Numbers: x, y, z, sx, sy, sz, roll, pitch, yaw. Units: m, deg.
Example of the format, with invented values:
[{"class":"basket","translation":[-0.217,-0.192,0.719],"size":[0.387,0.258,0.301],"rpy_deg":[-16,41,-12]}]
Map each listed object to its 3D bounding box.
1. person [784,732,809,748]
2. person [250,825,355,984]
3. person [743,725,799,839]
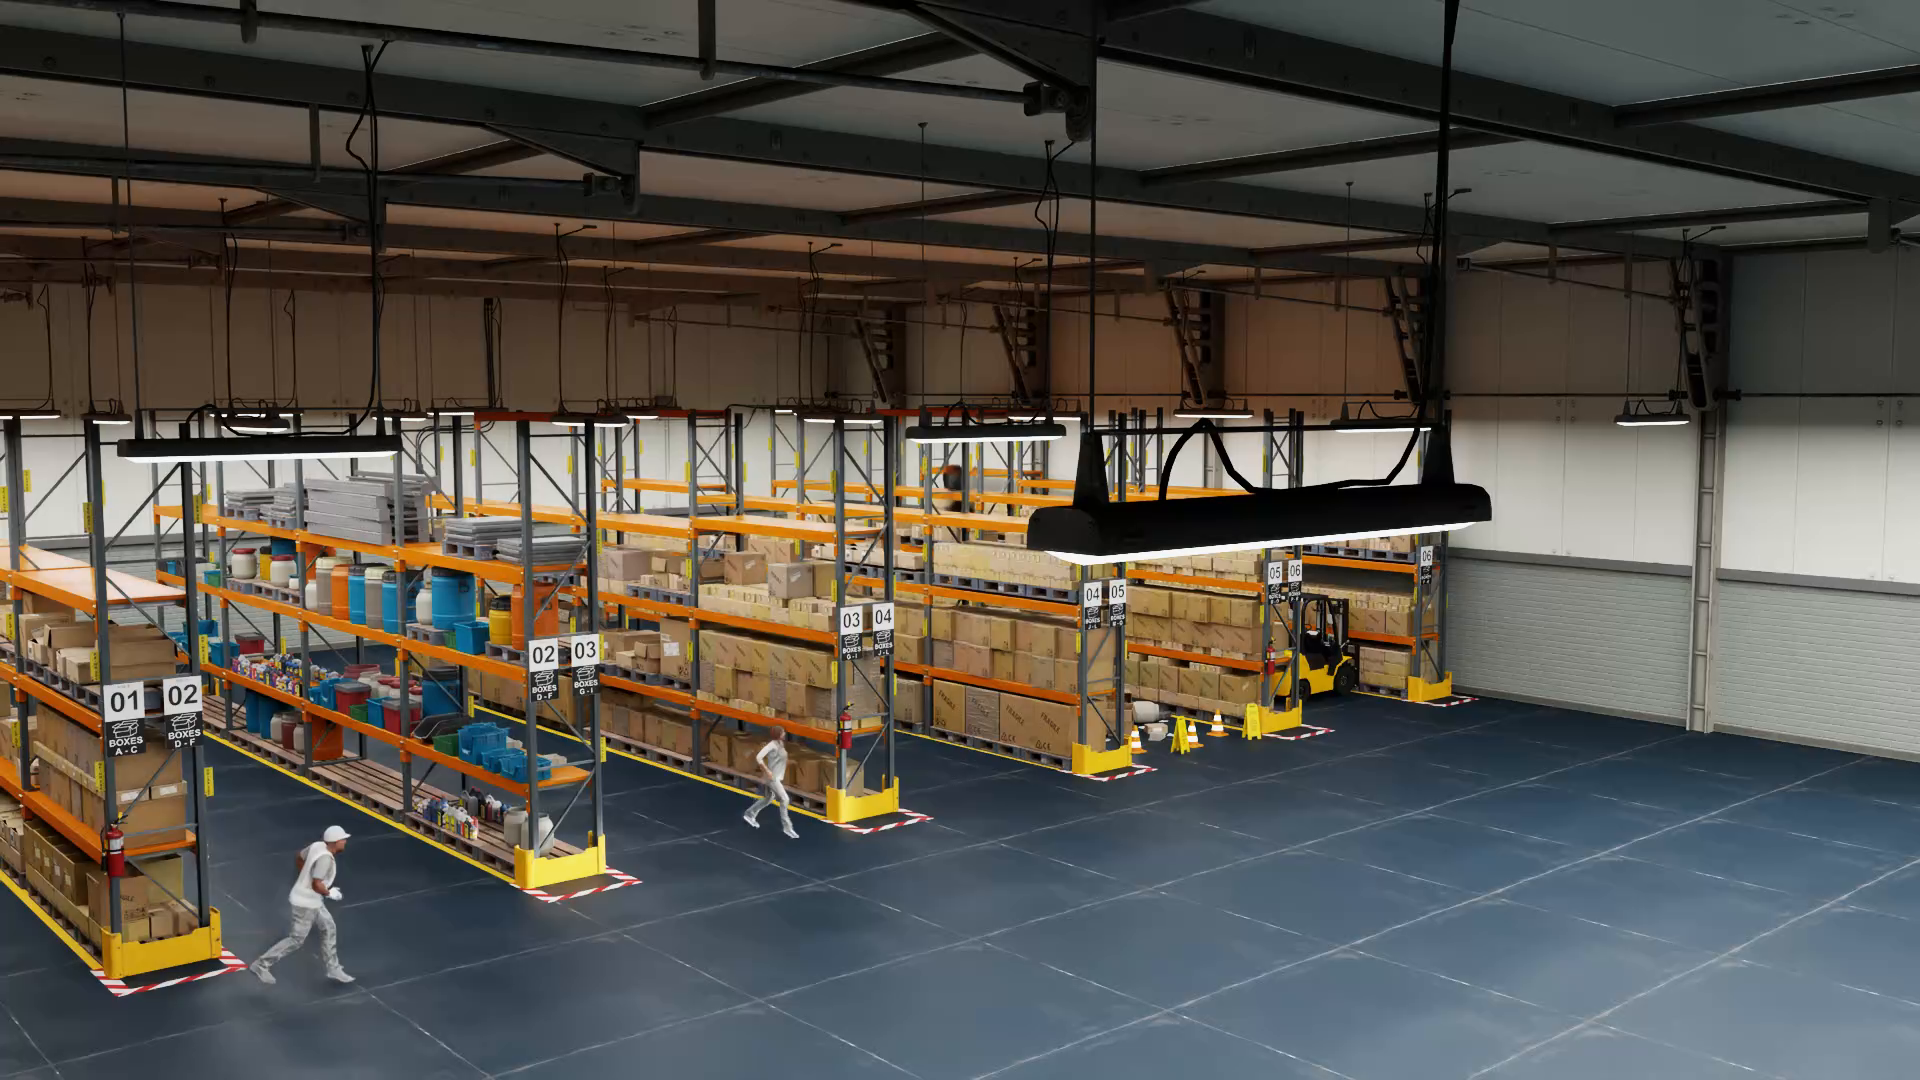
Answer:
[{"class":"person","translation":[-2.801,2.958,29.867],"size":[0.818,1.630,0.608],"rpy_deg":[0,5,2]},{"class":"person","translation":[-7.035,3.940,17.742],"size":[1.046,1.730,0.716],"rpy_deg":[-3,6,-27]},{"class":"person","translation":[-2.714,3.450,23.774],"size":[0.869,1.607,0.571],"rpy_deg":[1,5,10]}]
